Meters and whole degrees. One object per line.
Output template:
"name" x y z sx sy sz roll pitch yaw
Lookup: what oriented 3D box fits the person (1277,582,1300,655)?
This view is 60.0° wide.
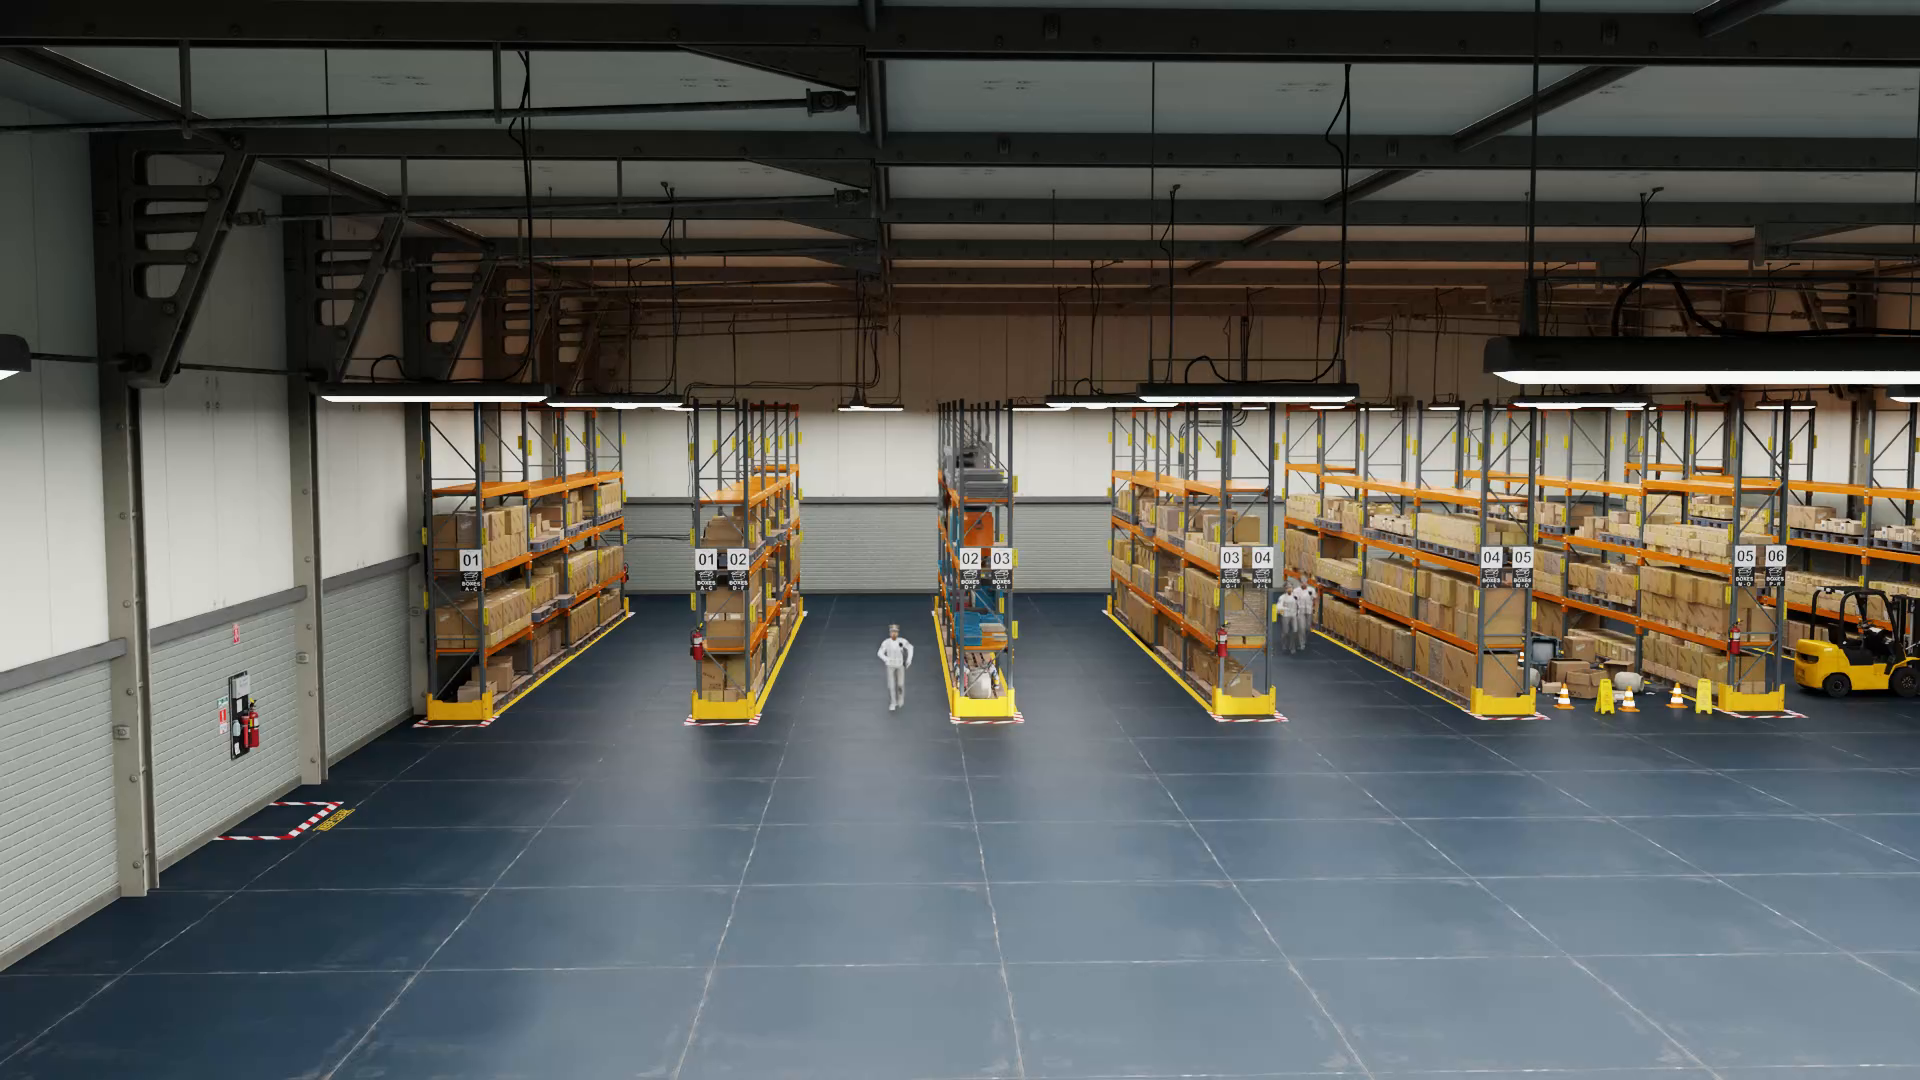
"person" 7.882 1.868 39.823 0.612 1.740 0.714 0 4 -2

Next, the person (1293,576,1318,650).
"person" 8.423 1.758 40.686 0.661 1.795 0.805 0 4 3

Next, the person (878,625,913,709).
"person" -1.250 2.451 32.117 0.684 1.662 0.564 0 4 -3
